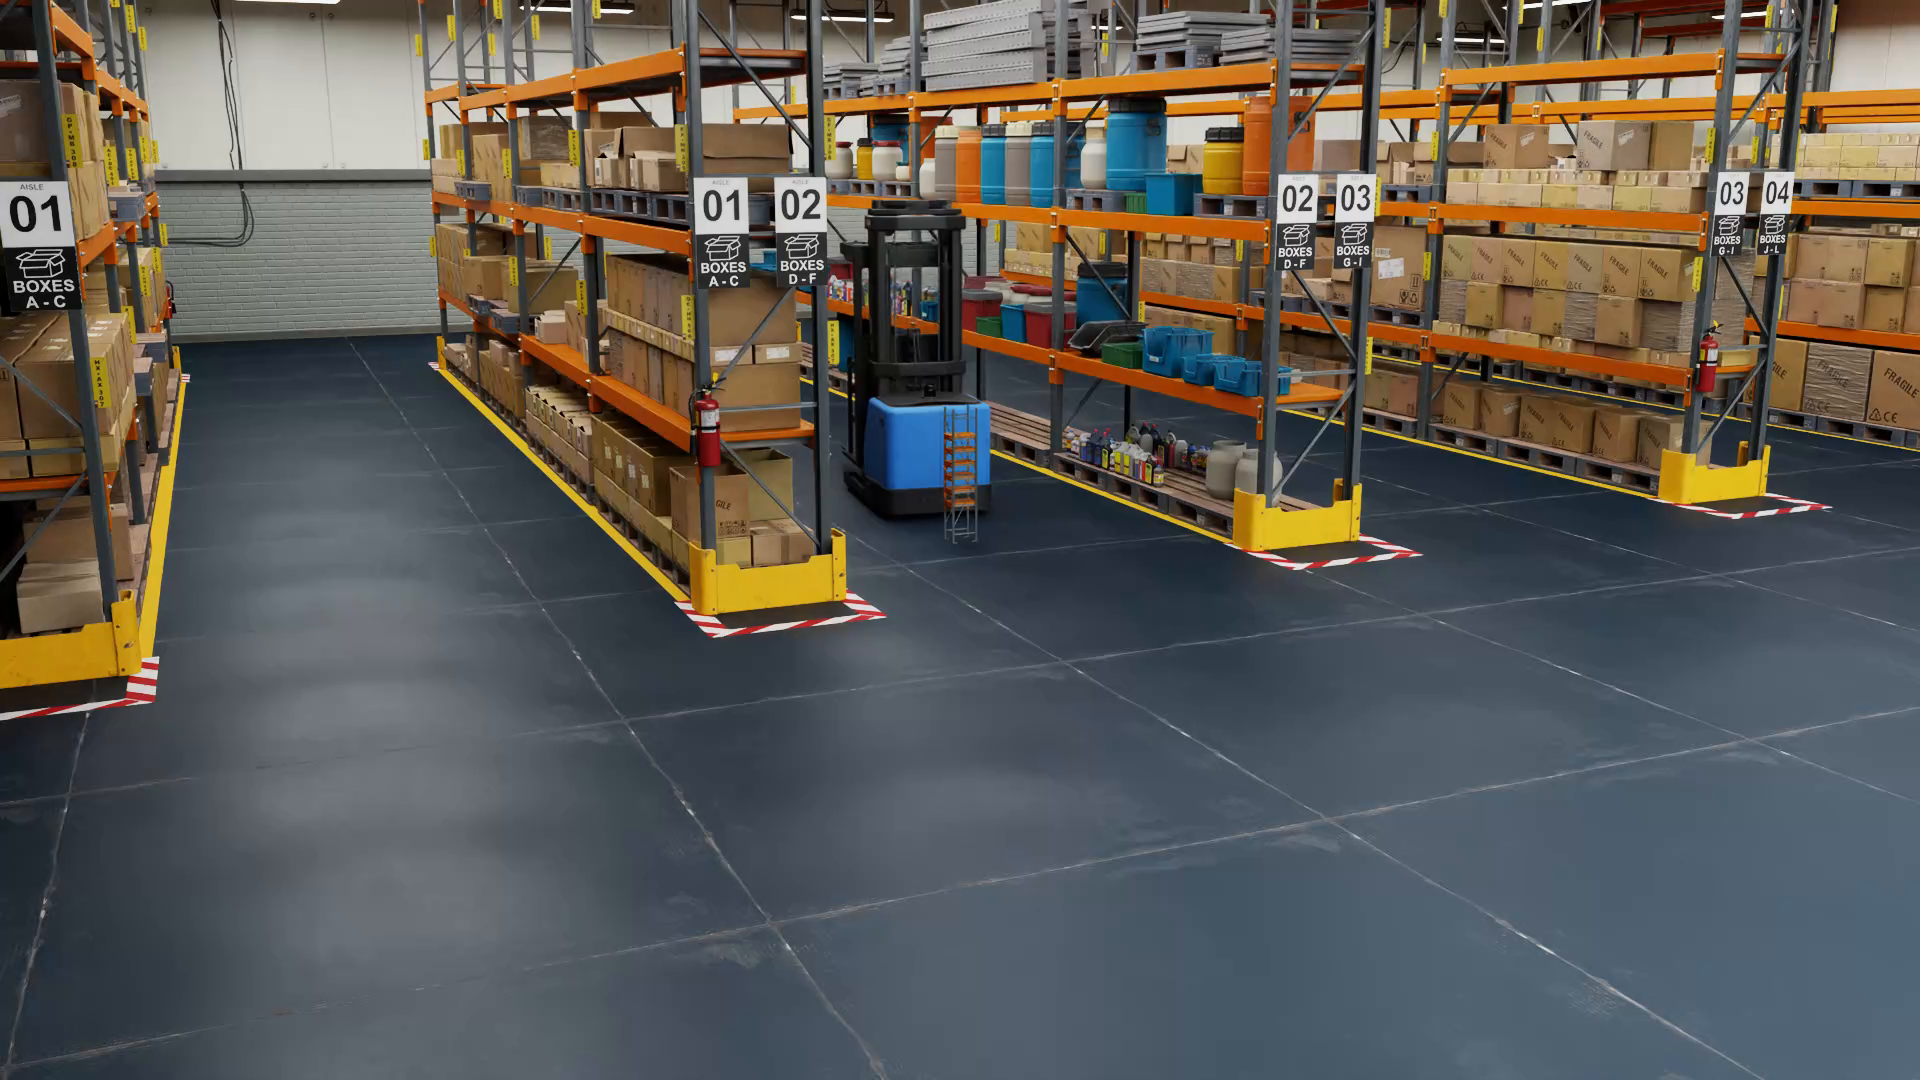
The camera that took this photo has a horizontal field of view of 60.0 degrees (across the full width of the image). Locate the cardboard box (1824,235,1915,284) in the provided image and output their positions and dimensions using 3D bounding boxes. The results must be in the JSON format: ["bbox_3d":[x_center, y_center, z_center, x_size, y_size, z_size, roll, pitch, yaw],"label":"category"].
[{"bbox_3d":[11.120,-3.428,20.301,0.875,0.550,0.550,-6,14,-23],"label":"cardboard box"}]

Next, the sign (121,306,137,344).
[{"bbox_3d":[-7.120,-1.838,14.240,0.100,0.325,0.005,-6,14,-23],"label":"sign"}]

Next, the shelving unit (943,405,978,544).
[{"bbox_3d":[0.006,-0.582,14.722,0.258,1.200,0.189,-6,14,-23],"label":"shelving unit"}]

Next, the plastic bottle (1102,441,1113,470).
[{"bbox_3d":[1.510,-0.871,17.027,0.061,0.283,0.133,-5,14,-20],"label":"plastic bottle"}]

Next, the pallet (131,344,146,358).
[{"bbox_3d":[-8.386,-1.694,15.960,1.003,0.211,1.213,-6,14,-23],"label":"pallet"}]

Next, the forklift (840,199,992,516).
[{"bbox_3d":[-0.578,-1.947,16.781,1.130,2.935,3.031,-4,13,-15],"label":"forklift"}]

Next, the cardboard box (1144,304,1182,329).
[{"bbox_3d":[3.430,-3.215,25.891,1.225,0.875,0.875,-6,14,-25],"label":"cardboard box"}]

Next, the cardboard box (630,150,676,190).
[{"bbox_3d":[-2.400,-3.007,13.515,0.500,0.311,0.500,-4,14,-16],"label":"cardboard box"}]

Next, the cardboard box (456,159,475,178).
[{"bbox_3d":[-6.725,-5.175,23.147,0.500,0.250,0.500,-6,14,-23],"label":"cardboard box"}]

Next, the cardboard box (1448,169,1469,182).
[{"bbox_3d":[5.849,-4.196,19.142,0.380,0.149,0.250,-6,14,-25],"label":"cardboard box"}]

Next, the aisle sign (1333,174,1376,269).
[{"bbox_3d":[3.362,-2.712,14.172,0.394,0.787,0.004,-6,14,-23],"label":"aisle sign"}]

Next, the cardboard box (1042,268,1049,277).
[{"bbox_3d":[1.651,-4.644,28.840,0.380,0.149,0.250,-6,14,-24],"label":"cardboard box"}]

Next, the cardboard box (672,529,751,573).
[{"bbox_3d":[-1.960,0.063,13.111,0.500,0.250,0.500,-6,14,-23],"label":"cardboard box"}]

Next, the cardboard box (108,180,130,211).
[{"bbox_3d":[-8.681,-3.496,16.822,0.500,0.311,0.500,-6,14,-23],"label":"cardboard box"}]

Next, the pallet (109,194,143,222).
[{"bbox_3d":[-7.764,-2.873,14.395,1.213,0.211,1.003,-6,14,-23],"label":"pallet"}]

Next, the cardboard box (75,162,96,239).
[{"bbox_3d":[-6.100,-2.265,11.086,0.500,0.500,0.500,-5,14,-19],"label":"cardboard box"}]

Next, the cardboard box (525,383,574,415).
[{"bbox_3d":[-4.739,-1.644,19.244,0.500,0.311,0.500,-5,14,-21],"label":"cardboard box"}]

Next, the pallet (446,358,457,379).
[{"bbox_3d":[-7.533,-2.754,26.303,1.003,0.211,1.213,-6,14,-23],"label":"pallet"}]

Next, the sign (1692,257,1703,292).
[{"bbox_3d":[7.087,-2.554,15.983,0.100,0.325,0.005,-6,14,-23],"label":"sign"}]

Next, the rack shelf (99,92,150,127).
[{"bbox_3d":[-11.620,-5.809,22.496,1.077,0.370,4.000,-6,14,-23],"label":"rack shelf"}]

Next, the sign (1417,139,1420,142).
[{"bbox_3d":[7.889,-6.744,28.684,0.100,0.325,0.005,-6,14,-23],"label":"sign"}]

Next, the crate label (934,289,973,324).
[{"bbox_3d":[0.011,-2.875,20.560,0.502,0.435,0.616,-6,14,-23],"label":"crate label"}]

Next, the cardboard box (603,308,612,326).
[{"bbox_3d":[-3.147,-2.106,15.656,0.380,0.149,0.250,-6,14,-23],"label":"cardboard box"}]

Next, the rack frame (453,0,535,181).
[{"bbox_3d":[-6.282,-6.390,22.521,1.000,3.000,0.127,-6,14,-23],"label":"rack frame"}]

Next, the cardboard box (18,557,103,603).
[{"bbox_3d":[-6.435,0.287,11.964,0.500,0.311,0.500,-4,14,-18],"label":"cardboard box"}]

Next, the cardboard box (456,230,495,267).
[{"bbox_3d":[-6.929,-4.189,23.880,0.500,0.500,0.500,-6,14,-24],"label":"cardboard box"}]

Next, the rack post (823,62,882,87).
[{"bbox_3d":[-1.433,-6.623,23.695,0.937,0.300,0.954,-6,14,-24],"label":"rack post"}]

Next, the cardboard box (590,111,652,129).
[{"bbox_3d":[-3.288,-3.903,16.168,0.500,0.500,0.500,-5,14,-22],"label":"cardboard box"}]

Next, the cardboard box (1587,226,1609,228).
[{"bbox_3d":[11.790,-5.675,30.298,0.500,0.500,0.500,-5,14,-22],"label":"cardboard box"}]

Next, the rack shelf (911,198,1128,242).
[{"bbox_3d":[0.662,-3.785,19.514,1.077,0.370,4.000,-6,14,-23],"label":"rack shelf"}]

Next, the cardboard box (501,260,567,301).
[{"bbox_3d":[-5.517,-3.361,21.585,0.700,0.500,0.500,-10,16,-37],"label":"cardboard box"}]

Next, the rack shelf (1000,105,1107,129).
[{"bbox_3d":[1.995,-7.152,28.295,1.077,0.370,4.000,-6,14,-23],"label":"rack shelf"}]

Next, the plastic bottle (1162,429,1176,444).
[{"bbox_3d":[2.191,-0.971,17.313,0.144,0.351,0.185,-6,14,-23],"label":"plastic bottle"}]

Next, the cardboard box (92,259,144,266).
[{"bbox_3d":[-9.378,-2.989,18.544,0.500,0.250,0.500,-6,14,-24],"label":"cardboard box"}]

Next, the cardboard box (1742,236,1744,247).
[{"bbox_3d":[10.382,-3.773,22.081,0.700,0.500,0.500,-6,14,-24],"label":"cardboard box"}]

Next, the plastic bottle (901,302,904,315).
[{"bbox_3d":[-0.722,-3.061,21.883,0.097,0.201,0.097,0,13,0],"label":"plastic bottle"}]

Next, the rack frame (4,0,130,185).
[{"bbox_3d":[-9.217,-5.115,17.013,1.000,3.000,0.127,-6,14,-23],"label":"rack frame"}]

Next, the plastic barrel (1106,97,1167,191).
[{"bbox_3d":[1.764,-3.956,16.613,0.600,0.901,0.708,-6,14,-23],"label":"plastic barrel"}]

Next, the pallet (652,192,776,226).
[{"bbox_3d":[-1.734,-2.554,12.798,1.003,0.211,1.213,-6,14,-23],"label":"pallet"}]

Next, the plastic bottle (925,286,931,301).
[{"bbox_3d":[-0.438,-3.392,23.131,0.061,0.283,0.133,-6,14,-23],"label":"plastic bottle"}]

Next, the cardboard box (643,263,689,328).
[{"bbox_3d":[-2.290,-2.093,14.161,0.700,0.500,0.500,-6,14,-23],"label":"cardboard box"}]

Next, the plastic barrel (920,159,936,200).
[{"bbox_3d":[-0.296,-4.511,20.808,0.421,0.512,0.421,0,13,0],"label":"plastic barrel"}]

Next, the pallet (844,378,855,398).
[{"bbox_3d":[-0.978,-2.139,23.645,1.003,0.211,1.213,-6,14,-23],"label":"pallet"}]

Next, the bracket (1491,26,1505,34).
[{"bbox_3d":[13.126,-12.390,40.462,0.235,0.232,0.430,-6,14,-23],"label":"bracket"}]

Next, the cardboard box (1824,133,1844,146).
[{"bbox_3d":[10.727,-4.853,20.168,0.380,0.149,0.250,-6,14,-24],"label":"cardboard box"}]

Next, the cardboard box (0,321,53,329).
[{"bbox_3d":[-7.414,-1.445,13.085,0.500,0.500,0.500,-6,14,-23],"label":"cardboard box"}]

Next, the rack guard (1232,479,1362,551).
[{"bbox_3d":[2.992,-0.228,14.746,1.175,0.500,0.348,-6,14,-23],"label":"rack guard"}]

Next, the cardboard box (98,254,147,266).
[{"bbox_3d":[-9.793,-3.197,19.442,0.500,0.250,0.500,-6,14,-24],"label":"cardboard box"}]

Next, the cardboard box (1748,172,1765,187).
[{"bbox_3d":[7.705,-3.542,16.317,0.380,0.149,0.250,-6,14,-23],"label":"cardboard box"}]

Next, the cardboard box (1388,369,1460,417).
[{"bbox_3d":[5.775,-1.833,20.707,0.700,0.500,0.500,-7,15,-27],"label":"cardboard box"}]

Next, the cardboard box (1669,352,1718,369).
[{"bbox_3d":[7.300,-1.800,16.550,0.380,0.149,0.250,-6,14,-23],"label":"cardboard box"}]

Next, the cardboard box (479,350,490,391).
[{"bbox_3d":[-6.311,-2.341,22.902,0.500,0.500,0.500,-6,14,-26],"label":"cardboard box"}]

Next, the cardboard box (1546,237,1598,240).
[{"bbox_3d":[6.834,-3.114,18.574,0.500,0.500,0.500,-6,14,-23],"label":"cardboard box"}]

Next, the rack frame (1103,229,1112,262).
[{"bbox_3d":[2.797,-4.361,27.060,1.000,3.000,0.127,-6,14,-23],"label":"rack frame"}]
